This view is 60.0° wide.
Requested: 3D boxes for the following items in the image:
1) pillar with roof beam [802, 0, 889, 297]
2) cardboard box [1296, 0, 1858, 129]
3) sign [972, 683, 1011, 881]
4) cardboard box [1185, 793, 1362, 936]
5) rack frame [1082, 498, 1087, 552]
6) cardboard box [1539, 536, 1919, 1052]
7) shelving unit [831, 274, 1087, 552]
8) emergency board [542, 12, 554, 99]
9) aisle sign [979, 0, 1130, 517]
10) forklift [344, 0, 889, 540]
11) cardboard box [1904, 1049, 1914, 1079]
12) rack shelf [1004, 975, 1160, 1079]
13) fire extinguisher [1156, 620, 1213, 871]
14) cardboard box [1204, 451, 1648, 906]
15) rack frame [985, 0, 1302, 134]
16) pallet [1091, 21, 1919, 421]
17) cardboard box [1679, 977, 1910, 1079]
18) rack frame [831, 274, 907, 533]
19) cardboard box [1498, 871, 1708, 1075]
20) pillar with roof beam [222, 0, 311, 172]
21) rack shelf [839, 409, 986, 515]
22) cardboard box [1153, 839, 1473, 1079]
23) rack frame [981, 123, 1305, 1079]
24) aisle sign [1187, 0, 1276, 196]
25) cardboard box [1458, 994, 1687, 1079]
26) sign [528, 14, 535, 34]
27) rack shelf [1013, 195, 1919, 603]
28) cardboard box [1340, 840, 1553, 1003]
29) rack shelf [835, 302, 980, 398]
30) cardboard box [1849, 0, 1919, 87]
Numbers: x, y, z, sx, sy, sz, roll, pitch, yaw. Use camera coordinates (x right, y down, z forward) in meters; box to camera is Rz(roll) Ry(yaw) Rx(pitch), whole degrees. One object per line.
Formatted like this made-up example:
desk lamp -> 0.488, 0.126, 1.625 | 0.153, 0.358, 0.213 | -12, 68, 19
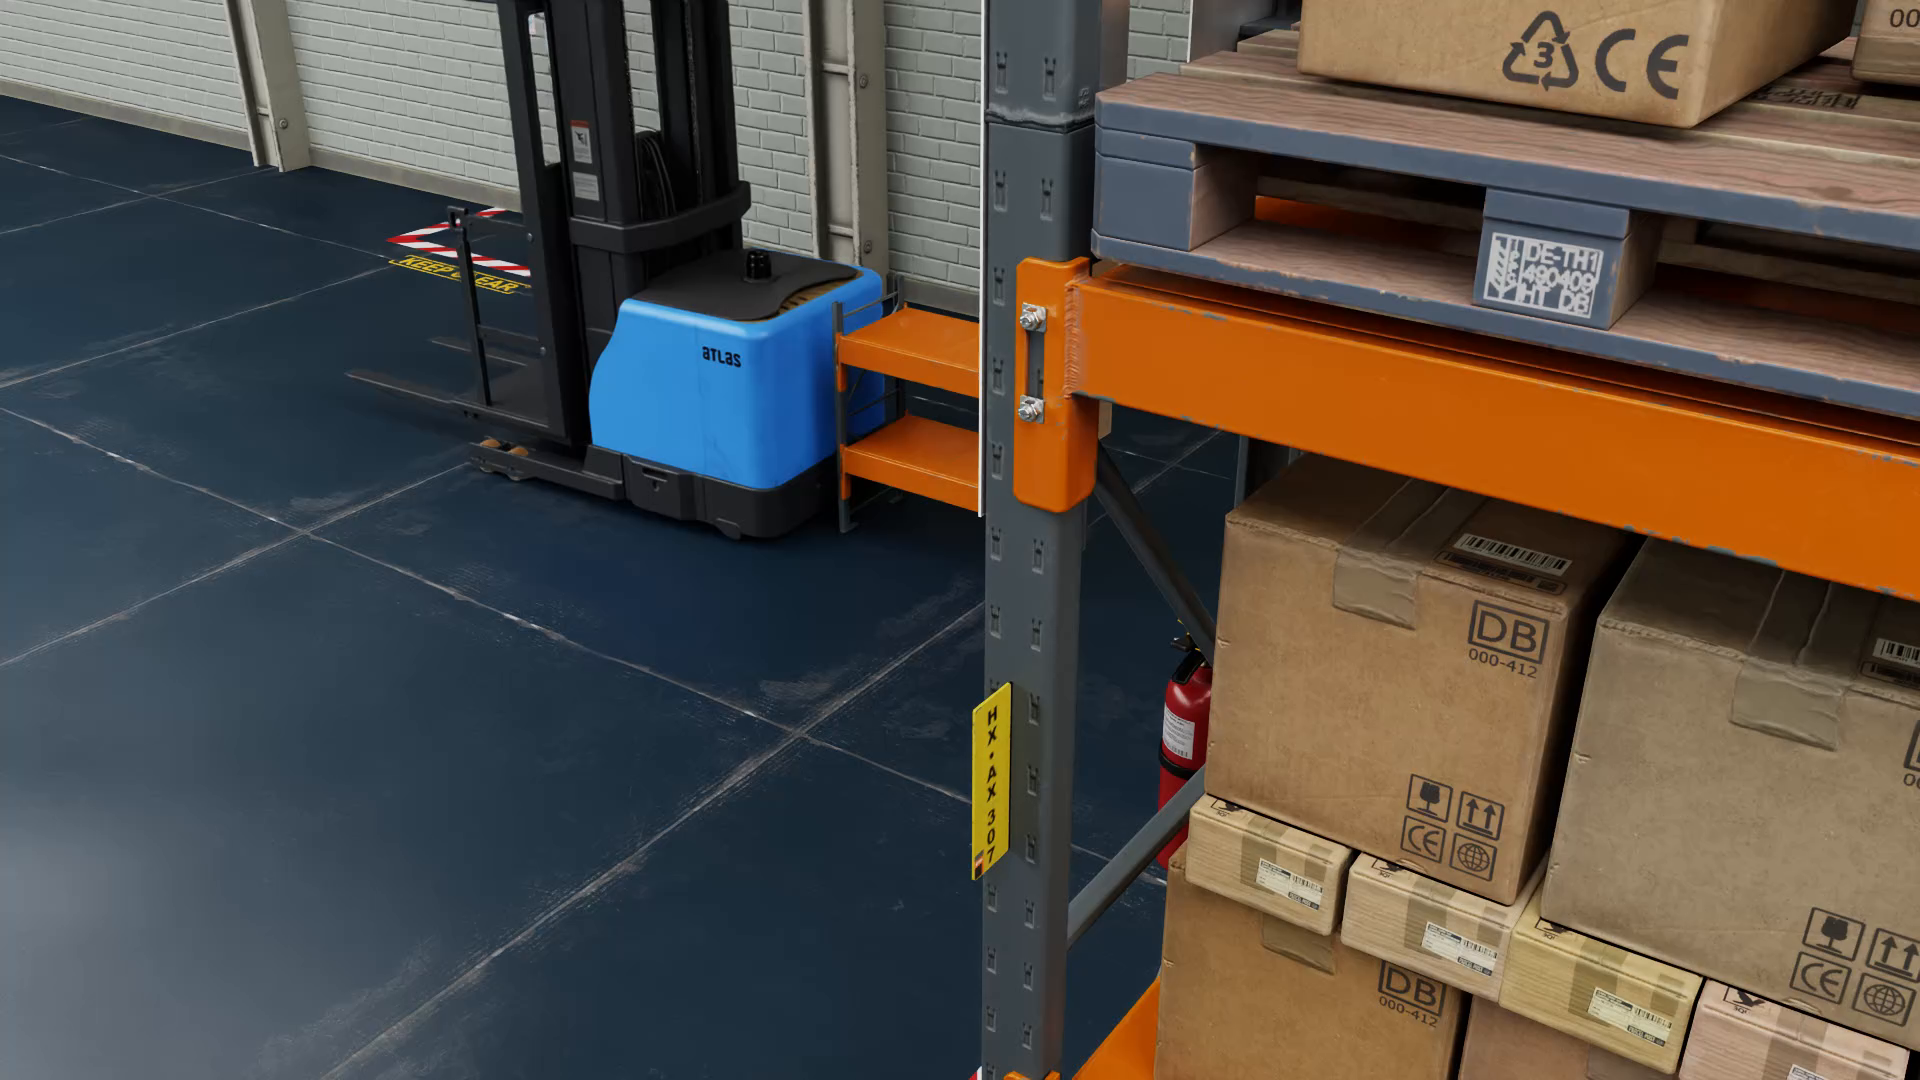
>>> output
pillar with roof beam -> -3.146, -4.000, 5.688 | 0.400, 9.000, 9.100 | 17, 32, 30
cardboard box -> 0.840, -0.882, 2.137 | 0.637, 0.503, 0.797 | 20, 33, 34
sign -> 0.050, 0.386, 2.642 | 0.005, 0.325, 0.100 | 17, 32, 30
cardboard box -> 0.570, 0.449, 2.735 | 0.250, 0.149, 0.380 | 17, 32, 30
rack frame -> 0.425, -0.369, 7.235 | 0.032, 1.125, 0.500 | 17, 32, 30
cardboard box -> 1.227, 0.250, 2.411 | 0.500, 0.500, 0.700 | 16, 31, 29
shelving unit -> 0.006, -0.500, 7.491 | 1.048, 1.125, 0.538 | 17, 32, 30
emergency board -> -2.724, -3.585, 11.487 | 0.643, 1.169, 0.194 | 17, 32, 30
aisle sign -> 0.141, -0.459, 2.479 | 0.004, 0.787, 0.394 | 17, 32, 30
forklift -> -1.883, -1.790, 8.036 | 3.031, 2.935, 1.130 | 15, 31, 27
cardboard box -> 1.588, 0.944, 2.477 | 0.500, 0.500, 0.700 | 18, 32, 31
rack shelf -> 2.017, 1.436, 2.415 | 4.000, 0.370, 1.077 | 17, 32, 30
fire extinguisher -> 0.534, 0.432, 3.679 | 0.183, 0.674, 0.296 | 17, 32, 30
cardboard box -> 0.790, 0.117, 2.672 | 0.500, 0.500, 0.700 | 17, 32, 30
rack frame -> 0.369, -2.072, 1.900 | 0.127, 3.000, 1.000 | 17, 32, 30
pallet -> 0.937, -0.505, 2.225 | 1.213, 0.211, 1.003 | 17, 32, 30
cardboard box -> 1.201, 0.646, 2.348 | 0.250, 0.149, 0.380 | 17, 31, 30
rack frame -> -0.413, -0.630, 7.748 | 0.032, 1.125, 0.500 | 17, 32, 30
cardboard box -> 0.994, 0.580, 2.477 | 0.250, 0.149, 0.380 | 17, 32, 31
pillar with roof beam -> -8.092, -5.541, 8.716 | 0.400, 9.000, 9.100 | 17, 32, 30
rack shelf -> 0.006, -0.282, 7.602 | 1.000, 0.278, 0.538 | 17, 32, 30
cardboard box -> 0.746, 0.682, 2.993 | 0.500, 0.500, 0.700 | 17, 32, 30
rack frame -> 0.369, 0.601, 3.261 | 0.127, 3.000, 1.000 | 17, 32, 30
aisle sign -> 0.481, -0.684, 2.920 | 0.004, 0.787, 0.394 | 17, 32, 30
cardboard box -> 1.182, 0.815, 2.732 | 0.500, 0.500, 0.700 | 18, 32, 32
sign -> -3.121, -3.781, 11.833 | 0.234, 0.329, 0.001 | 17, 32, 30
rack shelf -> 2.017, 0.099, 1.735 | 4.000, 0.370, 1.077 | 17, 32, 30
cardboard box -> 0.789, 0.516, 2.604 | 0.250, 0.149, 0.380 | 16, 31, 29
rack shelf -> 0.006, -0.760, 7.359 | 1.000, 0.278, 0.538 | 17, 32, 30
cardboard box -> 1.467, -0.721, 2.100 | 0.500, 0.250, 0.500 | 17, 32, 30
